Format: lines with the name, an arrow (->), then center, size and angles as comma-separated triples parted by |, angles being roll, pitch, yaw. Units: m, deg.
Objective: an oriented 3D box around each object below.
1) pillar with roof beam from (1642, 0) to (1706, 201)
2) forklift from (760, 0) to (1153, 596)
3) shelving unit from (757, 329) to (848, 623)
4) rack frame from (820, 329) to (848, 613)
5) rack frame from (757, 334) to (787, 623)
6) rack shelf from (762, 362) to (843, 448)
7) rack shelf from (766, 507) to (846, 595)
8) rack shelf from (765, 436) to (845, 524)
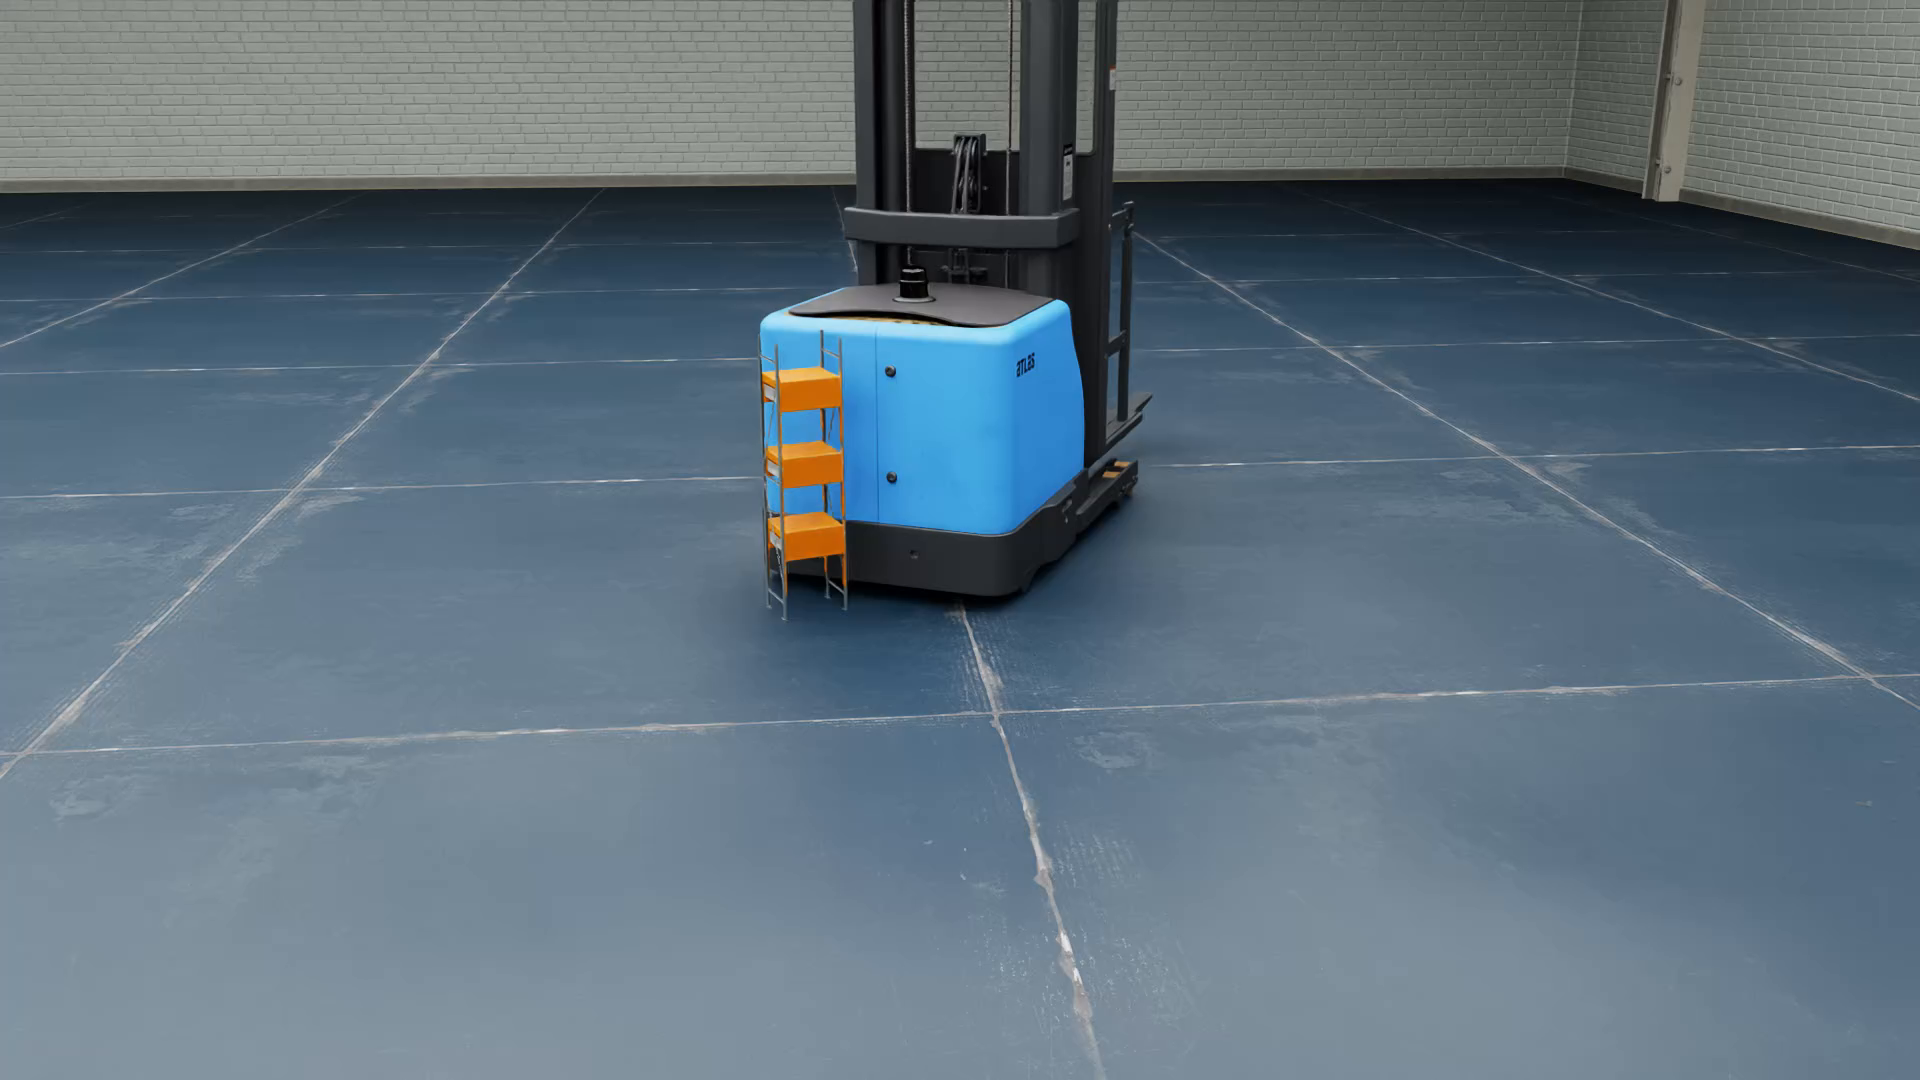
pillar with roof beam -> 4.415, -8.383, 18.857 | 9.100, 9.000, 0.400 | -2, 18, -6
forklift -> 0.202, -1.587, 7.340 | 1.130, 2.935, 3.031 | 6, 18, 19
shelving unit -> -0.582, -0.237, 6.178 | 0.252, 1.050, 0.215 | -8, 19, -25
rack frame -> -0.472, -0.253, 6.229 | 0.008, 1.050, 0.200 | -8, 19, -25
rack frame -> -0.691, -0.221, 6.127 | 0.008, 1.050, 0.200 | -8, 19, -25
rack shelf -> -0.582, -0.497, 6.096 | 0.240, 0.259, 0.215 | -8, 19, -25
rack shelf -> -0.582, 0.039, 6.265 | 0.240, 0.259, 0.215 | -8, 19, -25
rack shelf -> -0.582, -0.227, 6.181 | 0.240, 0.259, 0.215 | -8, 19, -25
